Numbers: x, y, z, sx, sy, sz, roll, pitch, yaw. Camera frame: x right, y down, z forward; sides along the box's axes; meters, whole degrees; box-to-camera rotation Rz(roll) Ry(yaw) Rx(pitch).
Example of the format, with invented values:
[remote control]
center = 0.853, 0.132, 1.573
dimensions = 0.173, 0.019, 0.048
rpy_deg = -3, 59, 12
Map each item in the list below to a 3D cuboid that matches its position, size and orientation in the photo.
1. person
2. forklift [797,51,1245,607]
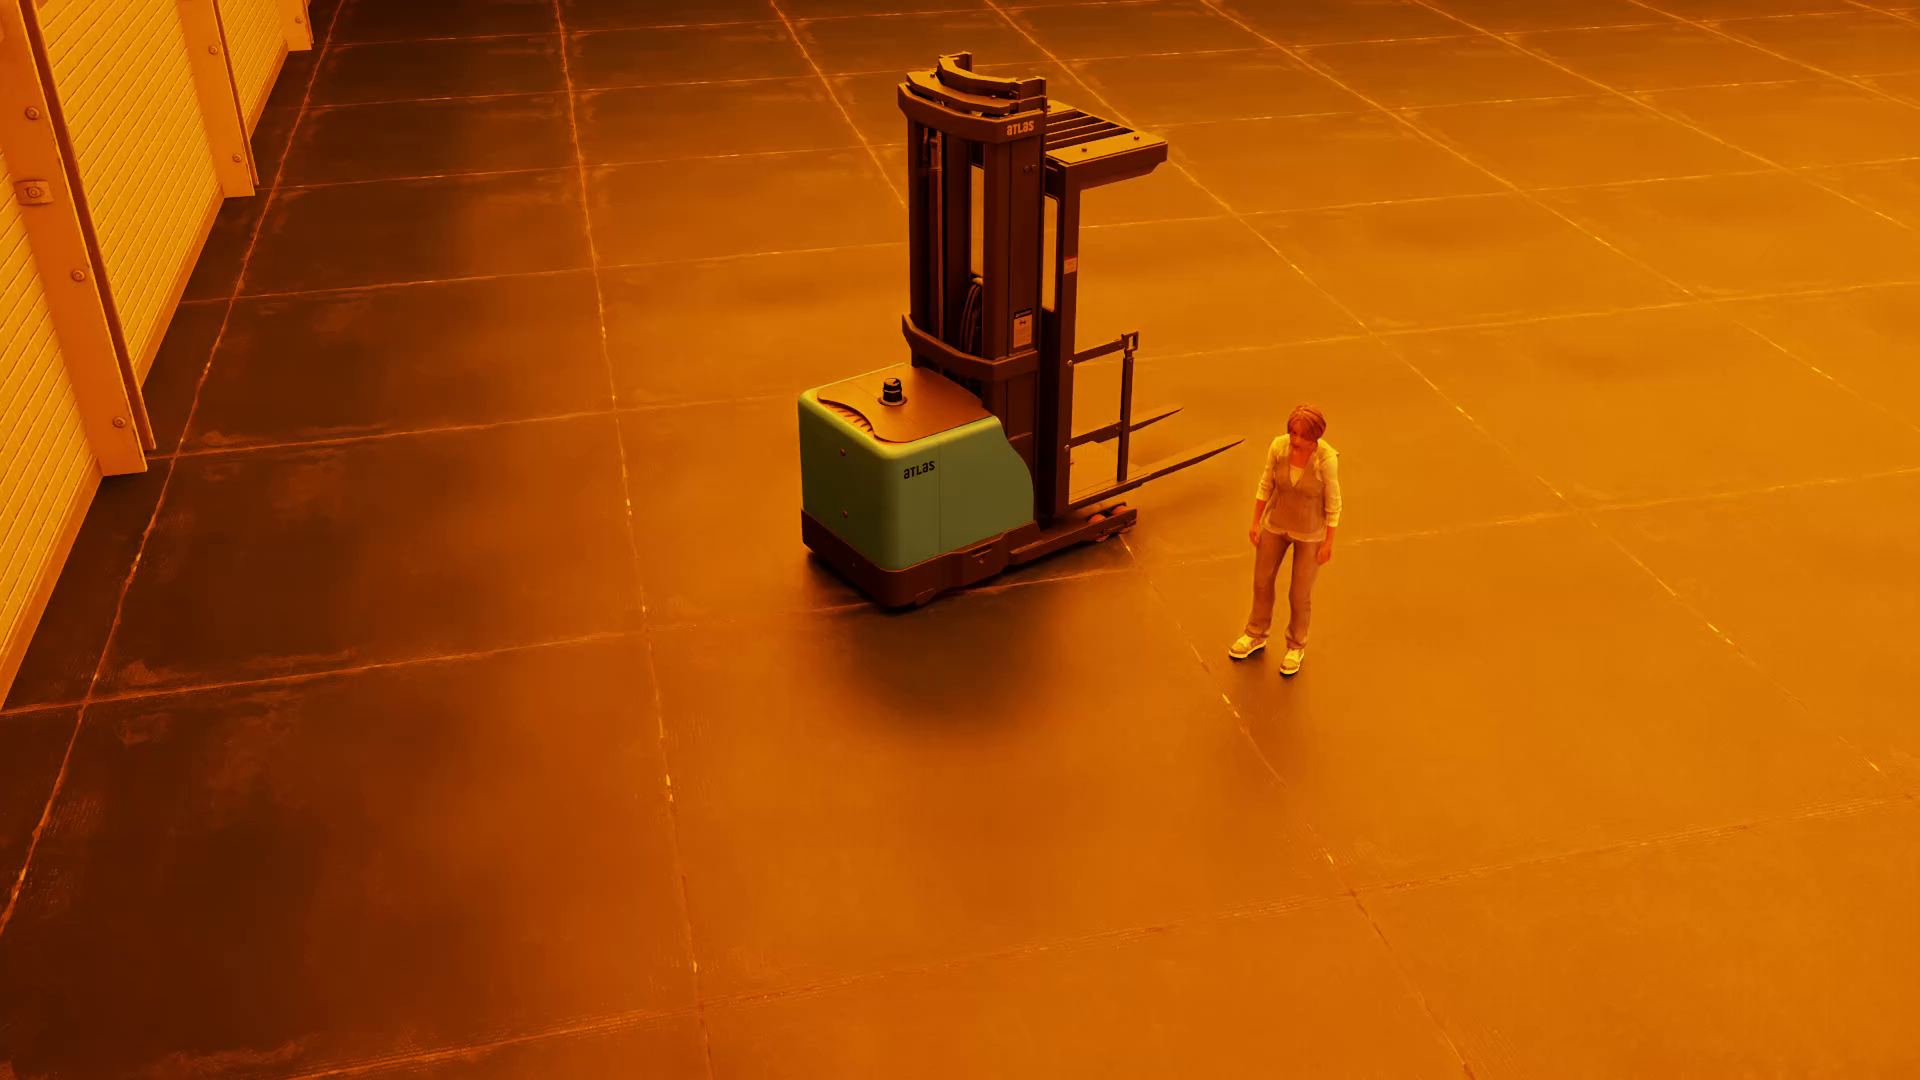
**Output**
[person]
center = 1.789, -0.030, 8.963
dimensions = 0.487, 1.594, 0.341
rpy_deg = 18, 34, 28
[forklift]
center = 0.510, -1.454, 10.086
dimensions = 3.031, 2.935, 1.130
rpy_deg = -20, 36, -31
